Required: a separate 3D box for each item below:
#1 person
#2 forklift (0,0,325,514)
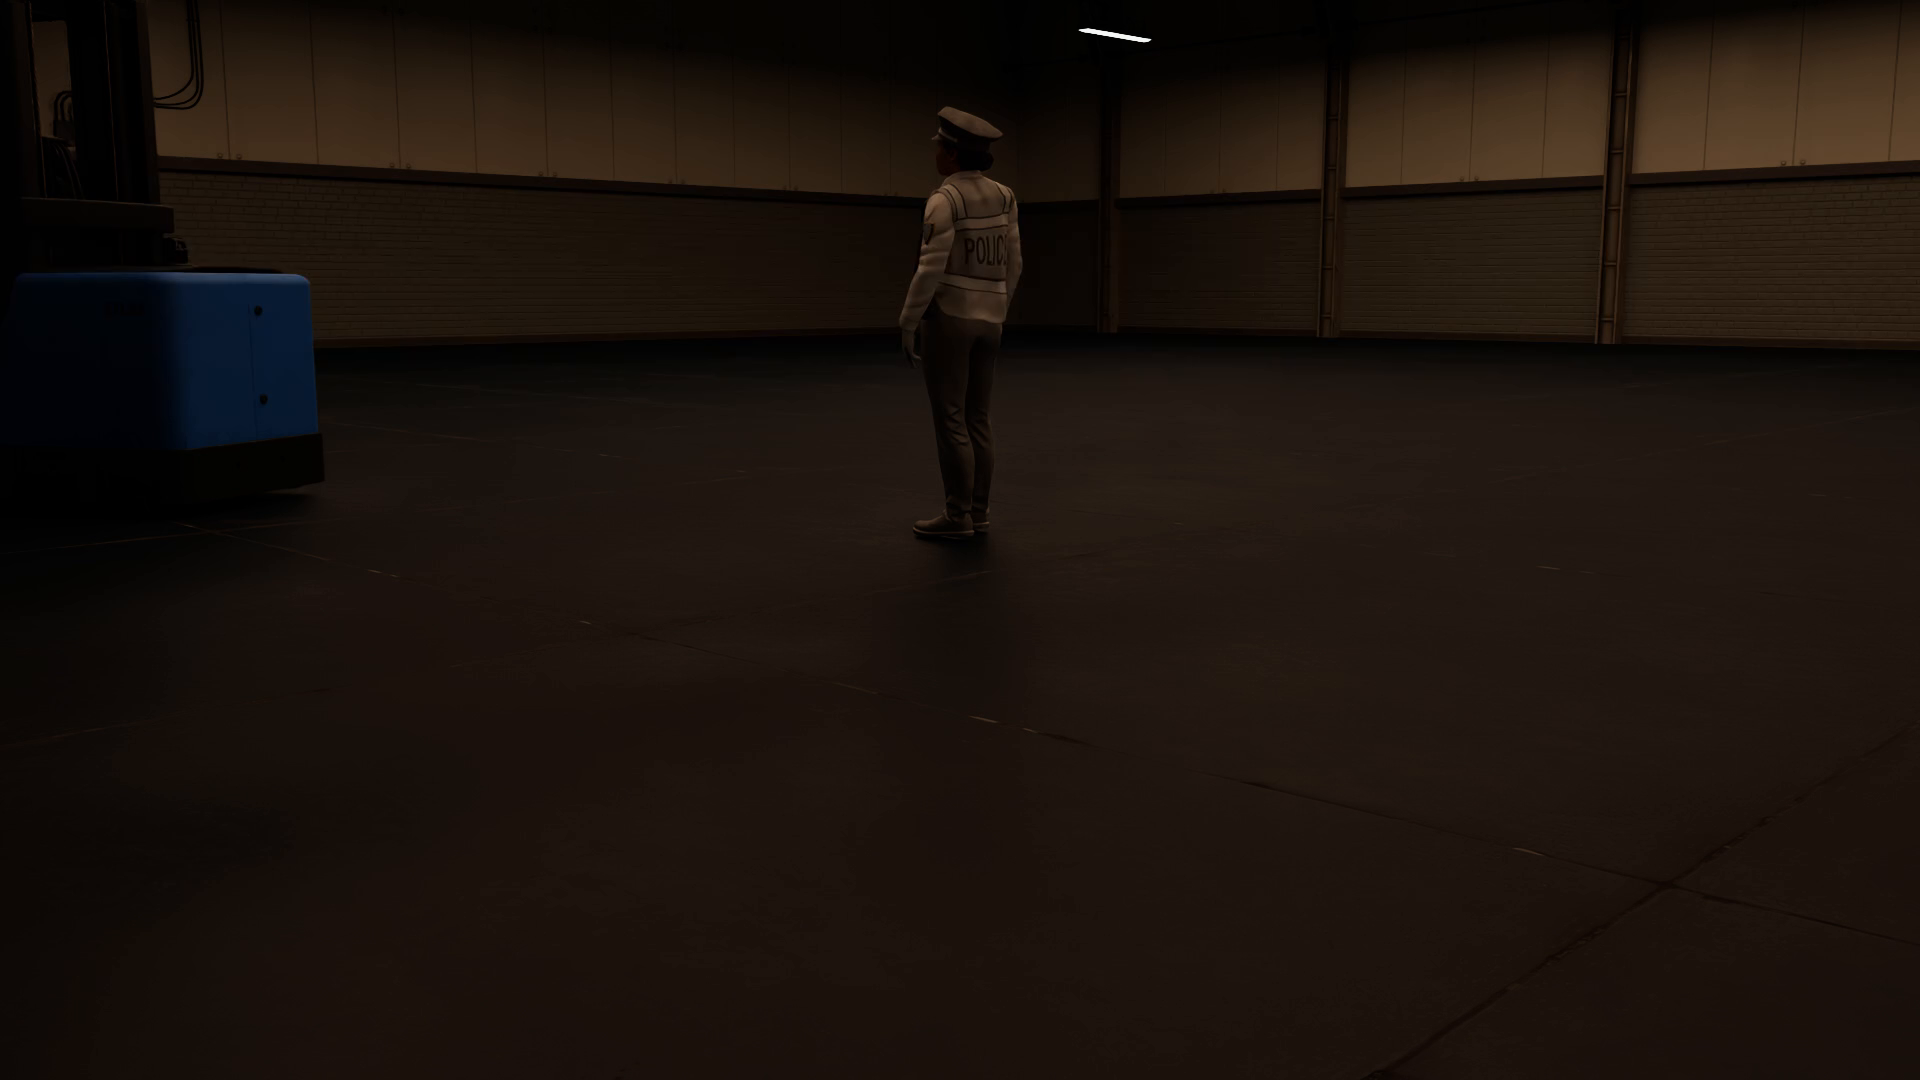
[{"bbox_3d":[-0.045,-0.853,6.643,0.530,1.694,0.586,8,12,43],"label":"person"},{"bbox_3d":[-4.687,-1.661,7.905,3.031,2.935,1.130,2,9,16],"label":"forklift"}]
